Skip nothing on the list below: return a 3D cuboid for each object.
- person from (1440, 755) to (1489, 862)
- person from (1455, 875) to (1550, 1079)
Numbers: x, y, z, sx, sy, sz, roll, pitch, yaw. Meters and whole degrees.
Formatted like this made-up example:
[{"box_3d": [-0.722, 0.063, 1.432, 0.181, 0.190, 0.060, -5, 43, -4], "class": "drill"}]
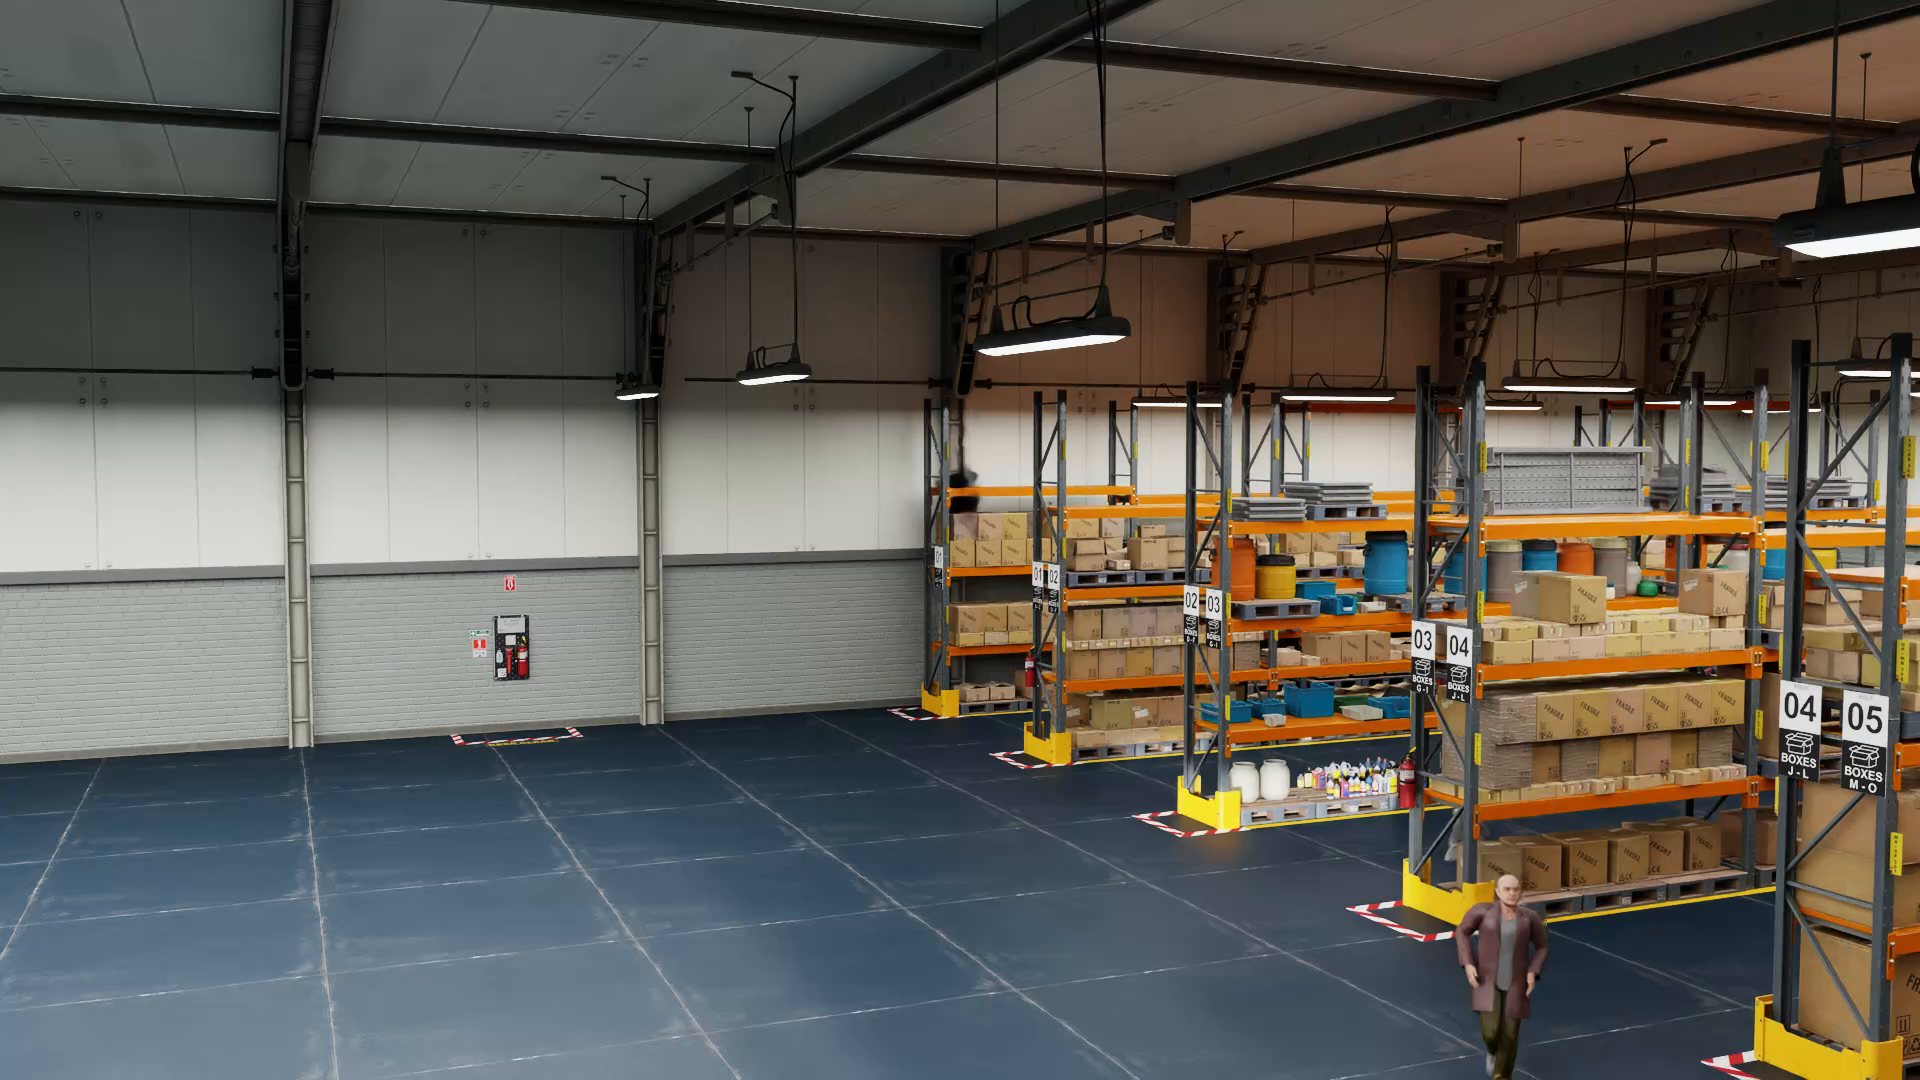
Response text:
[{"box_3d": [6.324, 3.067, 20.721, 0.898, 1.820, 0.678, -3, 4, -39], "class": "person"}, {"box_3d": [4.311, 3.523, 13.205, 0.715, 1.741, 0.587, 1, 3, 12], "class": "person"}]
